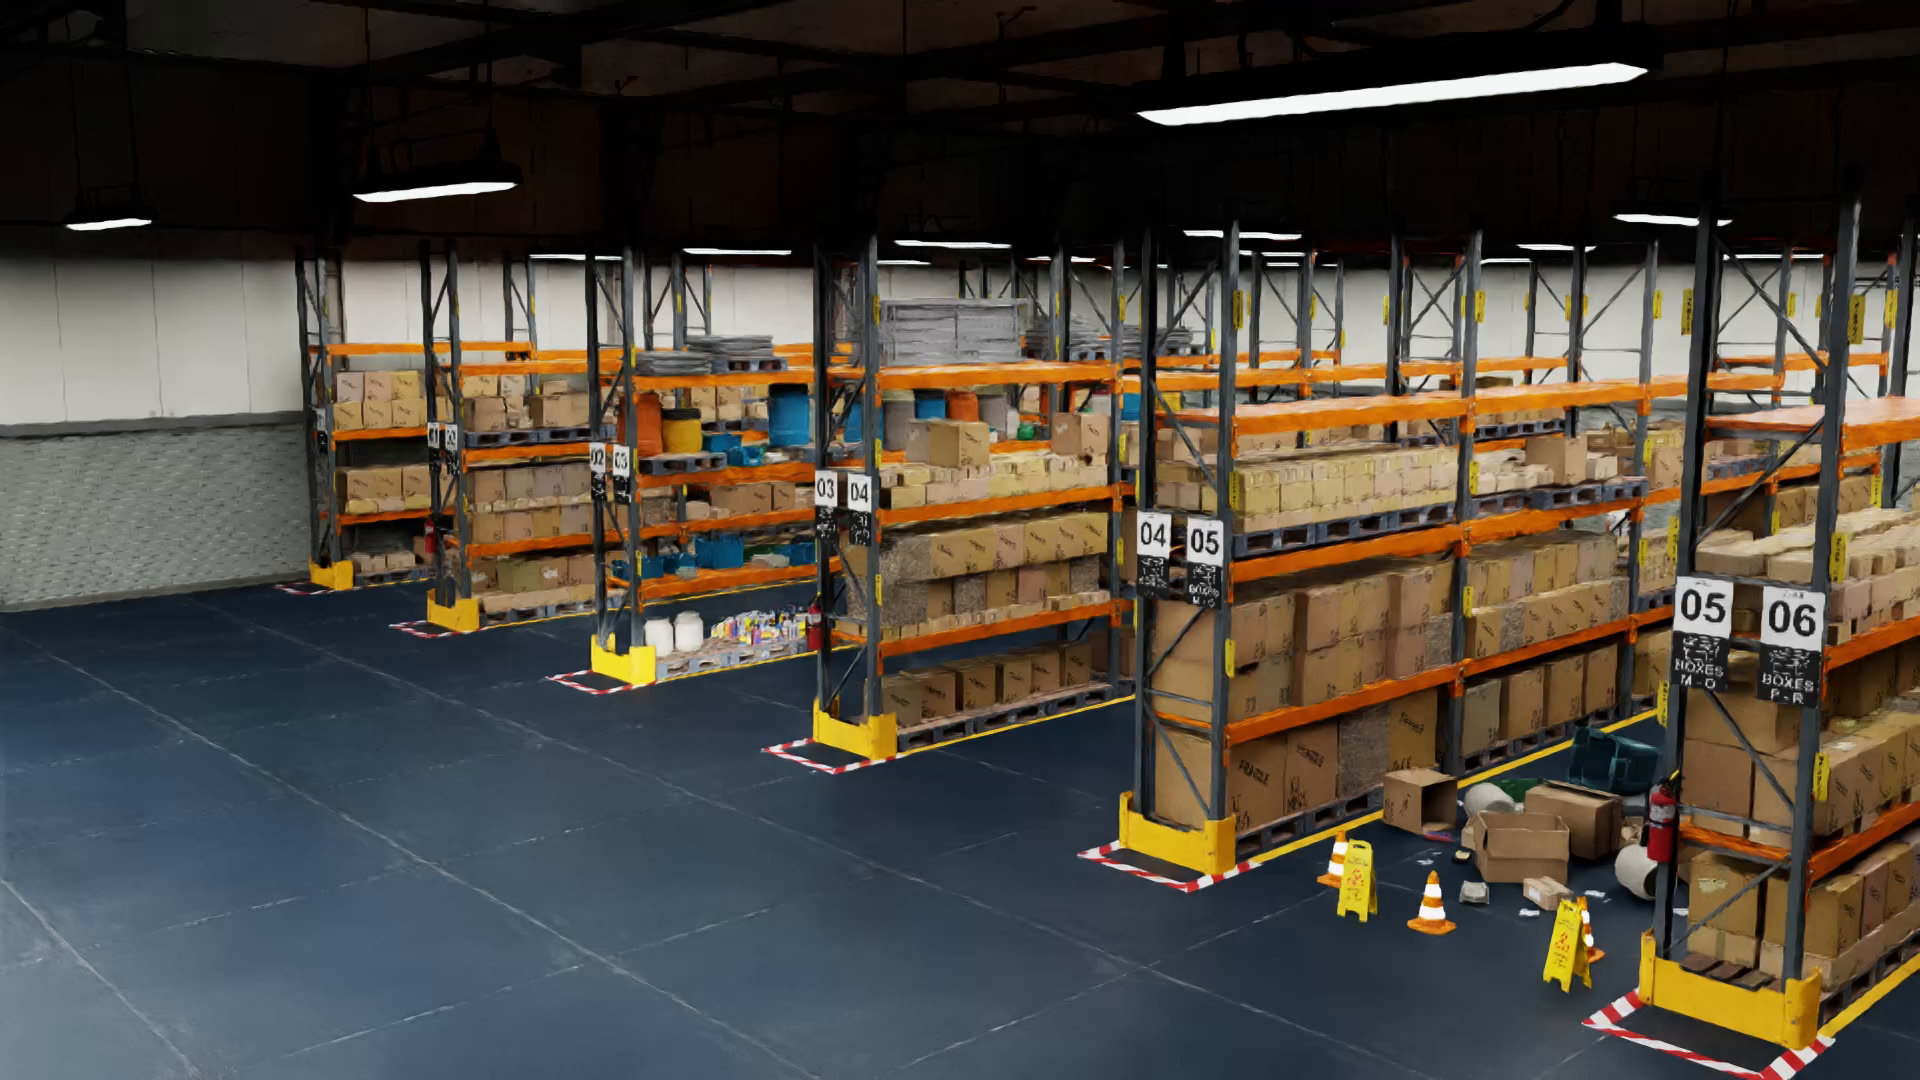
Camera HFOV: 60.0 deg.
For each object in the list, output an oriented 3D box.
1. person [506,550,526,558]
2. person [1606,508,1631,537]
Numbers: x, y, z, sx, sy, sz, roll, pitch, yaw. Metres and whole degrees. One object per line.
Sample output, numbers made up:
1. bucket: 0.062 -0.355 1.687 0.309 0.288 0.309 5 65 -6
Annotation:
1. person: -7.852 0.127 28.986 0.536 1.577 1.036 7 11 39
2. person: 12.091 -0.083 30.443 0.518 1.611 0.942 4 9 24
